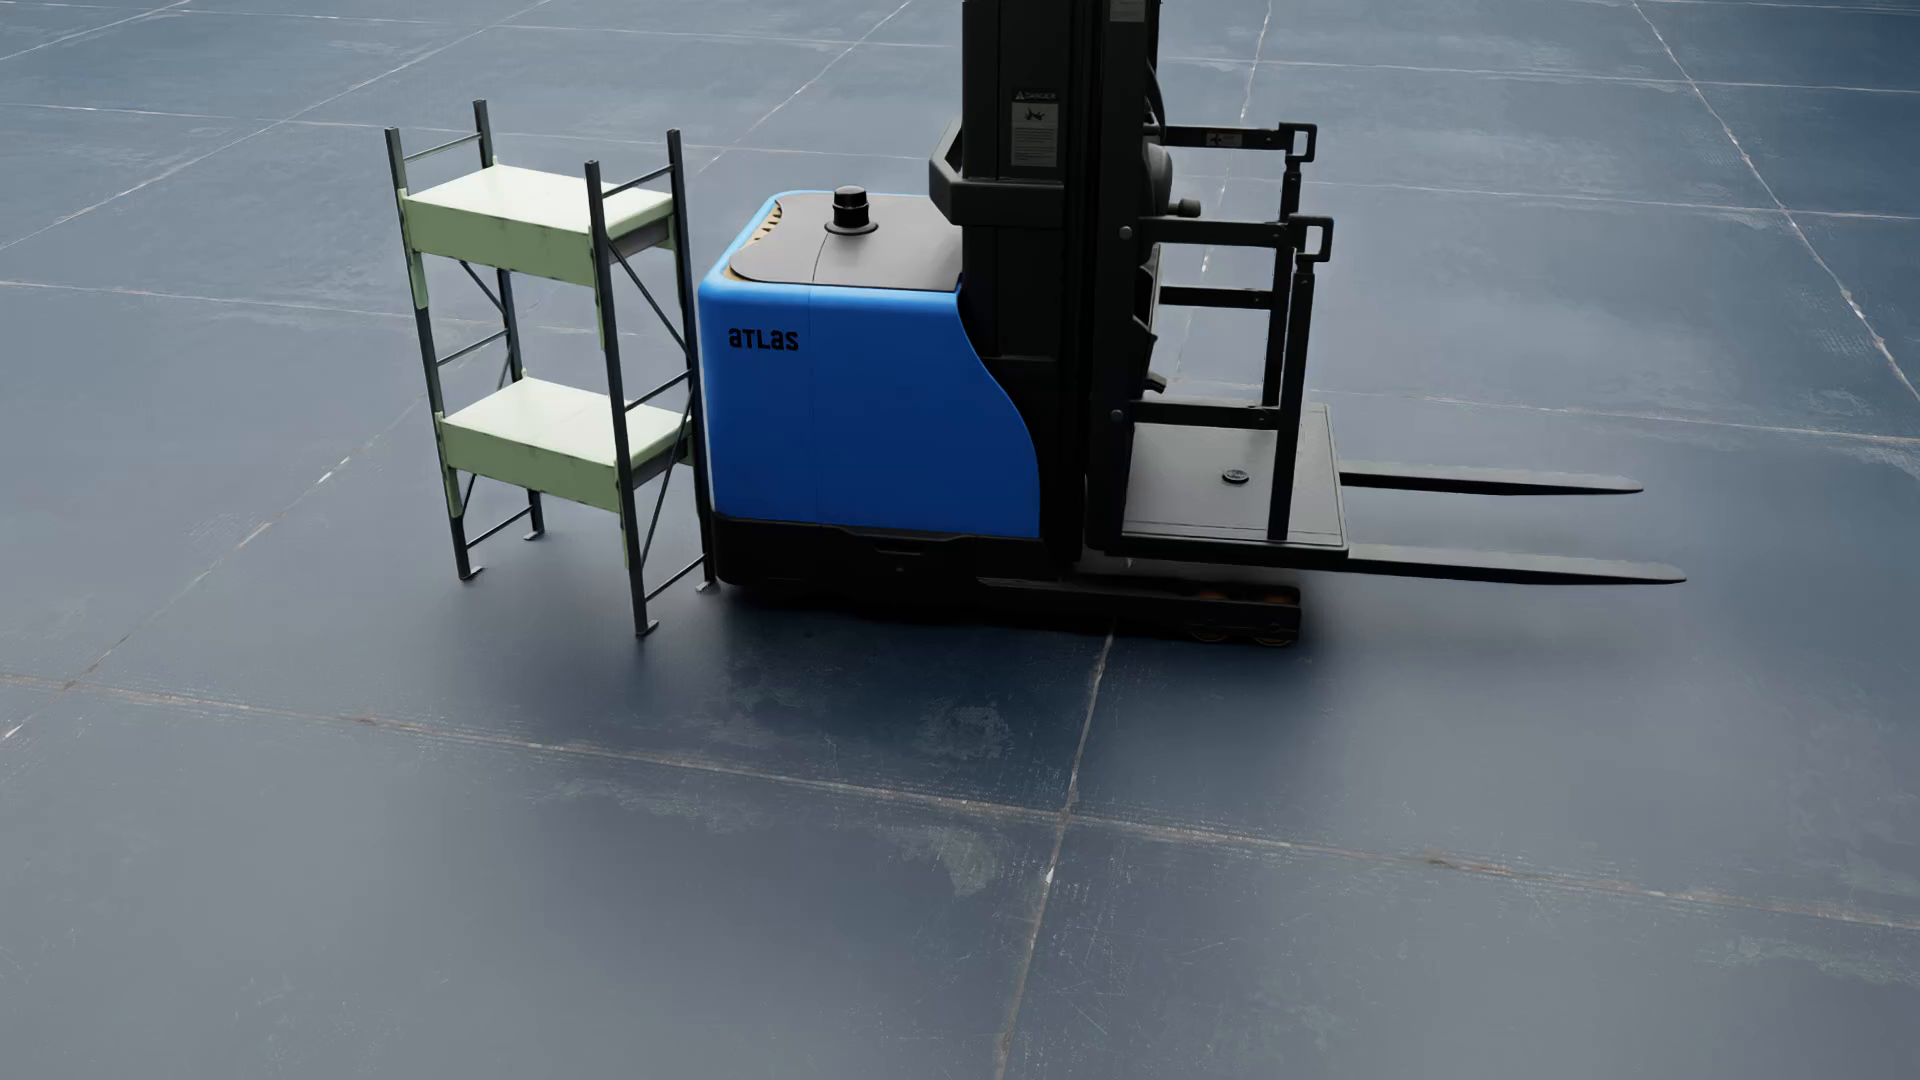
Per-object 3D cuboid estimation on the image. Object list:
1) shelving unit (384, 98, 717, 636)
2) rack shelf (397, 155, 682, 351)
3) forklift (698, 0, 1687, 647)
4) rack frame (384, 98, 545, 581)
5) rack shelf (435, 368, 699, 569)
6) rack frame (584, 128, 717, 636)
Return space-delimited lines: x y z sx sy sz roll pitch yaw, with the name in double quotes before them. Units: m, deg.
"shelving unit" -1.233 -0.527 5.150 0.755 1.500 0.431 14 32 25
"rack shelf" -1.233 -0.869 4.963 0.720 0.370 0.431 14 32 25
"forklift" 0.763 -1.229 4.943 3.031 2.935 1.130 4 29 7
"rack frame" -1.556 -0.610 5.302 0.023 1.500 0.400 14 32 25
"rack shelf" -1.233 -0.241 5.307 0.720 0.370 0.431 14 32 25
"rack frame" -0.911 -0.444 4.998 0.023 1.500 0.400 14 32 25
